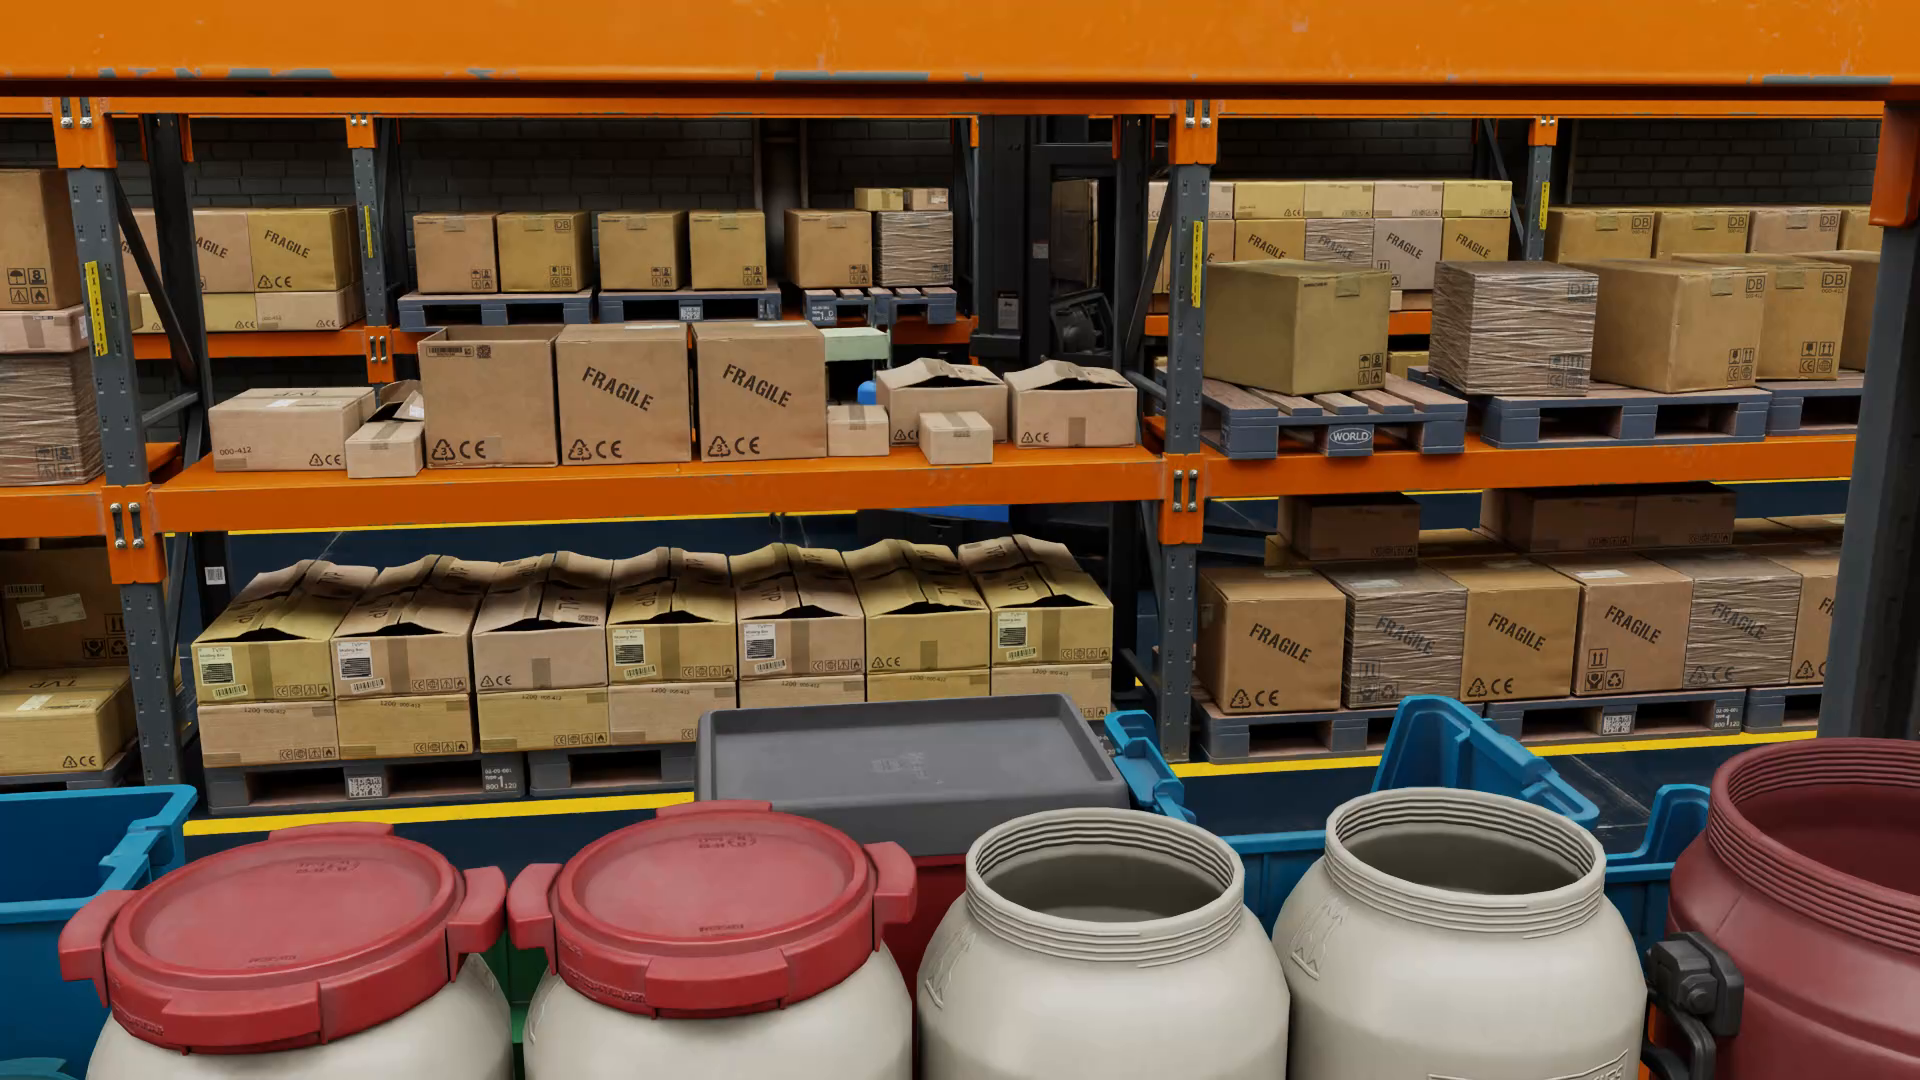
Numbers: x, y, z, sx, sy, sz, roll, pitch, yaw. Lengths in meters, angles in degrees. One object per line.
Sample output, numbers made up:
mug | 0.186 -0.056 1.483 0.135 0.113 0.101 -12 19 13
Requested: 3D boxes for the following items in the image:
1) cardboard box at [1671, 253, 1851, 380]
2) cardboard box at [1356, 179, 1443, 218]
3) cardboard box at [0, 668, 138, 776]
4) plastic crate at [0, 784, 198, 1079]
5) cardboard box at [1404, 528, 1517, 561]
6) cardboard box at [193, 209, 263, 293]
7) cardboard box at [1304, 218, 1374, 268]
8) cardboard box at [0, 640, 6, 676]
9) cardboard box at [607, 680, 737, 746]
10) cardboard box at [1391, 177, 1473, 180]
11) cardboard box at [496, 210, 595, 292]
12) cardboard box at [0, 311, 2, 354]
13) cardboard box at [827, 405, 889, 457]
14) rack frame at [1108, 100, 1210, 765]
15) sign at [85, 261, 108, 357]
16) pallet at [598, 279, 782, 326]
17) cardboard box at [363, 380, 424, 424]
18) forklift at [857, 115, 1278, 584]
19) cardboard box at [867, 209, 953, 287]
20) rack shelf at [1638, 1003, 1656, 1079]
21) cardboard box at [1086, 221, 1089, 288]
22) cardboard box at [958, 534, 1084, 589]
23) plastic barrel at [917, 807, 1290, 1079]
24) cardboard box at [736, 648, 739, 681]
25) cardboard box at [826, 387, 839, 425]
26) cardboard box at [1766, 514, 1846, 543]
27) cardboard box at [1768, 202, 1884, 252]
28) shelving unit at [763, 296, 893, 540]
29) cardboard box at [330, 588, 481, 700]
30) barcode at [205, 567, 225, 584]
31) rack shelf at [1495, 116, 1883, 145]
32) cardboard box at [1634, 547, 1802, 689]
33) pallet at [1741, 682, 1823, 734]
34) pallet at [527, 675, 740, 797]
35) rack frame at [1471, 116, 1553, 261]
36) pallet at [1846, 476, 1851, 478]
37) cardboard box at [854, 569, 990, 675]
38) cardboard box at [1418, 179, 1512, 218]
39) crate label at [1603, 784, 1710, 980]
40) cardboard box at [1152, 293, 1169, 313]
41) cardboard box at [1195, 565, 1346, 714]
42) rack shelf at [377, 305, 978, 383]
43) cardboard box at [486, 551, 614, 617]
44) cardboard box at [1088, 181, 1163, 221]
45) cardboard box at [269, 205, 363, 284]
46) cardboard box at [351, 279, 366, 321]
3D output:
cardboard box | 3.611 -1.029 7.588 0.500 0.500 0.700 0 14 1
cardboard box | 3.111 -2.443 11.897 0.500 0.250 0.500 -2 14 -7
cardboard box | -3.554 0.709 6.516 0.500 0.250 0.500 -2 14 -8
plastic crate | -1.349 0.595 2.218 0.575 0.384 0.392 -2 14 -8
cardboard box | 2.229 0.255 7.773 0.500 0.500 0.500 -3 14 -10
cardboard box | -4.784 -1.871 10.742 0.500 0.500 0.500 -2 14 -9
cardboard box | 2.621 -2.059 11.909 0.500 0.500 0.500 -2 14 -8
cardboard box | -4.050 0.361 6.364 0.500 0.500 0.500 -2 14 -8
cardboard box | -1.171 0.629 6.836 0.500 0.250 0.500 -2 14 -7
cardboard box | 3.548 -2.584 12.457 0.500 0.250 0.500 -2 14 -7
cardboard box | -2.807 -1.972 11.309 0.500 0.500 0.700 -1 14 -3
cardboard box | -3.609 -0.783 6.140 0.250 0.149 0.380 -2 14 -9
cardboard box | -0.425 -0.453 6.880 0.250 0.149 0.380 -1 14 -4
rack frame | 0.828 -0.635 7.087 0.127 3.000 1.000 -2 14 -8
sign | -3.044 -0.815 5.862 0.005 0.325 0.100 -2 14 -8
pallet | -1.865 -1.652 11.536 1.213 0.211 1.003 -2 14 -8
cardboard box | -2.286 -0.501 6.829 0.258 0.266 0.396 -2 14 -10
forklift | 0.916 -1.290 9.838 3.031 2.935 1.130 7 15 24
cardboard box | -0.377 -2.069 11.695 0.500 0.500 0.700 -4 15 -15
rack shelf | -0.416 0.978 2.134 4.000 0.370 1.077 -2 14 -8
cardboard box | 0.604 -1.985 11.612 0.500 0.500 0.500 -2 14 -7
cardboard box | 0.266 0.171 7.508 0.500 0.311 0.500 -2 14 -6
plastic barrel | 0.160 0.606 1.908 0.421 0.512 0.421 0 14 0
cardboard box | -0.744 0.482 7.422 0.500 0.250 0.500 -2 14 -10
cardboard box | -1.145 -0.798 11.972 0.500 0.500 0.700 -2 14 -8
cardboard box | 4.268 0.178 8.080 0.500 0.500 0.500 -3 14 -11
cardboard box | 6.776 -2.212 12.758 0.700 0.700 0.980 -2 14 -9
shelving unit | -0.853 -0.804 10.844 0.755 1.500 0.431 -5 15 -17
cardboard box | -2.186 0.396 6.613 0.500 0.311 0.500 -2 14 -9
barcode | -2.813 0.134 6.281 0.075 0.075 0.001 -2 14 -8
rack shelf | 6.019 -3.150 12.428 4.000 0.370 1.077 -2 14 -8
cardboard box | 3.352 0.340 7.434 0.500 0.500 0.500 -2 14 -8
pallet | 3.984 0.611 7.851 1.213 0.211 1.003 -2 14 -8
pallet | -1.196 0.781 7.172 1.213 0.211 1.003 -2 14 -8
rack frame | 4.041 -1.971 12.416 0.127 3.000 1.000 -2 14 -8
pallet | 7.218 -0.716 13.143 1.213 0.211 1.003 -2 14 -8
cardboard box | -0.167 0.322 6.909 0.500 0.311 0.500 -2 14 -9
cardboard box | 3.618 -2.459 11.961 0.500 0.250 0.500 -2 14 -7
crate label | 1.089 0.563 2.655 0.416 0.233 0.303 -2 14 -8
cardboard box | 1.458 -1.717 11.877 0.250 0.149 0.380 -2 14 -7
cardboard box | 1.320 0.416 7.130 0.500 0.500 0.500 -1 14 -6
rack shelf | -1.892 -1.405 11.637 4.000 0.370 1.077 -2 14 -8
cardboard box | -1.763 0.246 7.209 0.500 0.311 0.500 -2 14 -8
cardboard box | 1.105 -2.367 11.593 0.500 0.250 0.500 -2 14 -9
cardboard box | -4.365 -2.015 11.317 0.500 0.500 0.500 -2 14 -10
cardboard box | -4.366 -1.653 11.414 0.500 0.250 0.500 -2 14 -8
